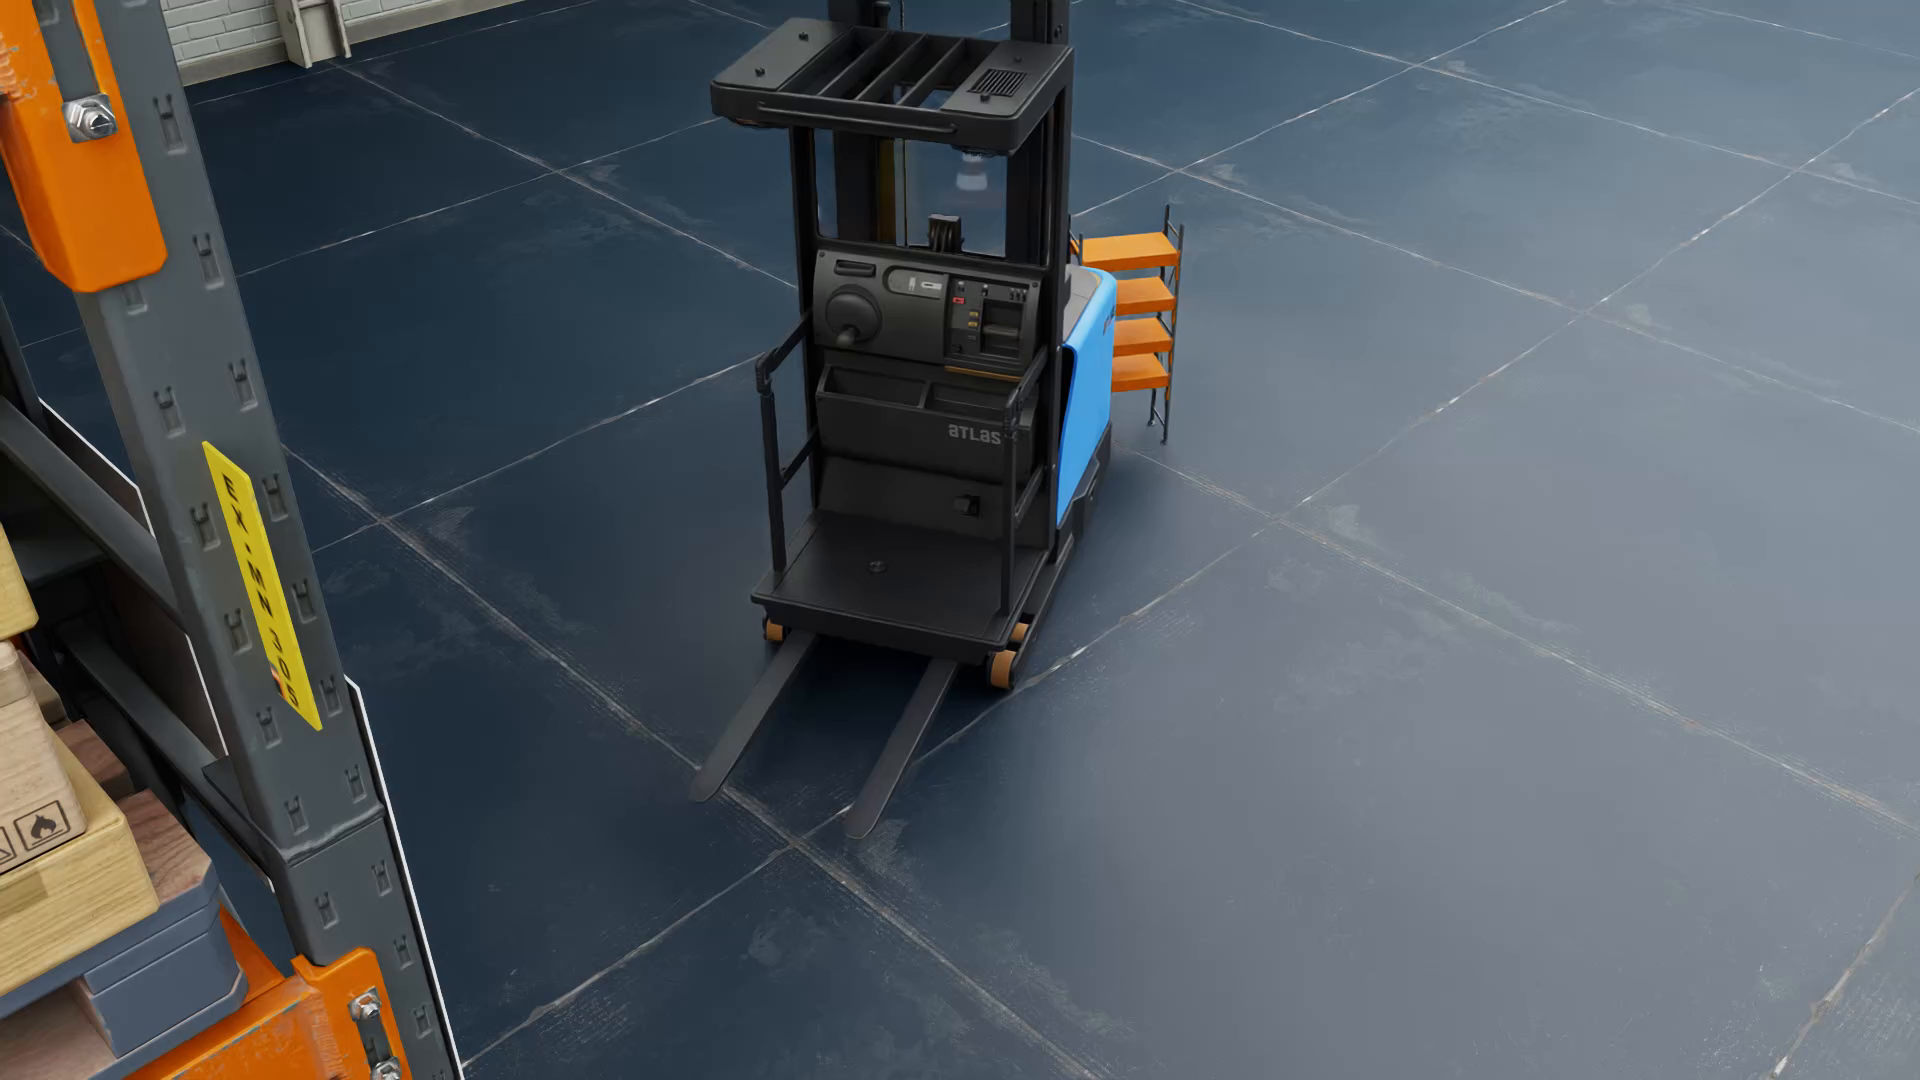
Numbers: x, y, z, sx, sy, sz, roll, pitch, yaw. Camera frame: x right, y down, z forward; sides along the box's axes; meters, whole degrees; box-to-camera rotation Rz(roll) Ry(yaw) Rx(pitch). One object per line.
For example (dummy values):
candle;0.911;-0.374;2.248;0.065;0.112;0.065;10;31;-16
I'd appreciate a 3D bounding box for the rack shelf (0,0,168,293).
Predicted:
rack shelf;-2.507;0.200;0.575;1.077;0.370;4.000;30;45;35

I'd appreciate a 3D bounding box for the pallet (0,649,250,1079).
pallet;-1.613;0.501;1.865;1.003;0.211;1.213;30;45;35

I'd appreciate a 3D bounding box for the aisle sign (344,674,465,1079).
aisle sign;-0.835;0.415;2.260;0.394;0.787;0.004;30;45;35

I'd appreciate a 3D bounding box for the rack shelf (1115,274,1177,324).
rack shelf;0.779;-1.147;8.071;0.480;0.148;0.258;-7;36;-10

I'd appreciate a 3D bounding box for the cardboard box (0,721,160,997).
cardboard box;-1.092;0.320;1.811;0.380;0.149;0.250;29;44;35

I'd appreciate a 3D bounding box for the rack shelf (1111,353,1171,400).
rack shelf;0.780;-0.801;8.312;0.480;0.148;0.258;-7;36;-10

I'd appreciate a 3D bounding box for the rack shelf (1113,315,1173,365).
rack shelf;0.779;-0.963;8.199;0.480;0.148;0.258;-7;36;-10

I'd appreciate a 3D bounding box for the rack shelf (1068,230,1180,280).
rack shelf;0.778;-1.341;7.935;0.480;0.148;0.258;-7;36;-10

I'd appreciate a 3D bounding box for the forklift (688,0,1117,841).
forklift;-0.201;-0.846;6.402;1.130;2.935;3.031;10;36;15

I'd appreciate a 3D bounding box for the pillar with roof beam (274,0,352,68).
pillar with roof beam;-2.055;-5.805;8.208;9.100;9.000;0.400;30;45;35

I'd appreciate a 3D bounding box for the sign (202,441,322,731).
sign;-0.723;0.053;1.725;0.100;0.325;0.005;30;45;35

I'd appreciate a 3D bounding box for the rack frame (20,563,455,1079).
rack frame;-1.098;1.389;3.136;1.000;3.000;0.127;30;45;35

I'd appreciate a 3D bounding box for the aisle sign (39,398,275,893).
aisle sign;-1.261;0.173;2.607;0.394;0.787;0.004;30;45;35

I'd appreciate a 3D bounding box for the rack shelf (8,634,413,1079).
rack shelf;-2.507;1.266;1.319;1.077;0.370;4.000;30;45;35

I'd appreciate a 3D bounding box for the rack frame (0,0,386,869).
rack frame;-1.098;-1.071;1.419;1.000;3.000;0.127;30;45;35

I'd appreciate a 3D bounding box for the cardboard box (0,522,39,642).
cardboard box;-1.095;-0.005;1.580;0.250;0.149;0.380;-29;44;-35

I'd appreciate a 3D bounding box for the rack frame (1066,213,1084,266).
rack frame;0.541;-0.988;8.118;0.015;1.200;0.240;-7;36;-10

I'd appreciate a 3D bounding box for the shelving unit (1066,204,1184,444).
shelving unit;0.779;-1.018;8.160;0.503;1.200;0.258;-7;36;-10

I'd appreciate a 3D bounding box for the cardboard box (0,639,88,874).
cardboard box;-1.245;0.197;1.640;0.500;0.250;0.500;-29;44;-35

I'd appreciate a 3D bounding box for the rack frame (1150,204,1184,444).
rack frame;1.018;-1.049;8.202;0.015;1.200;0.240;-7;36;-10
